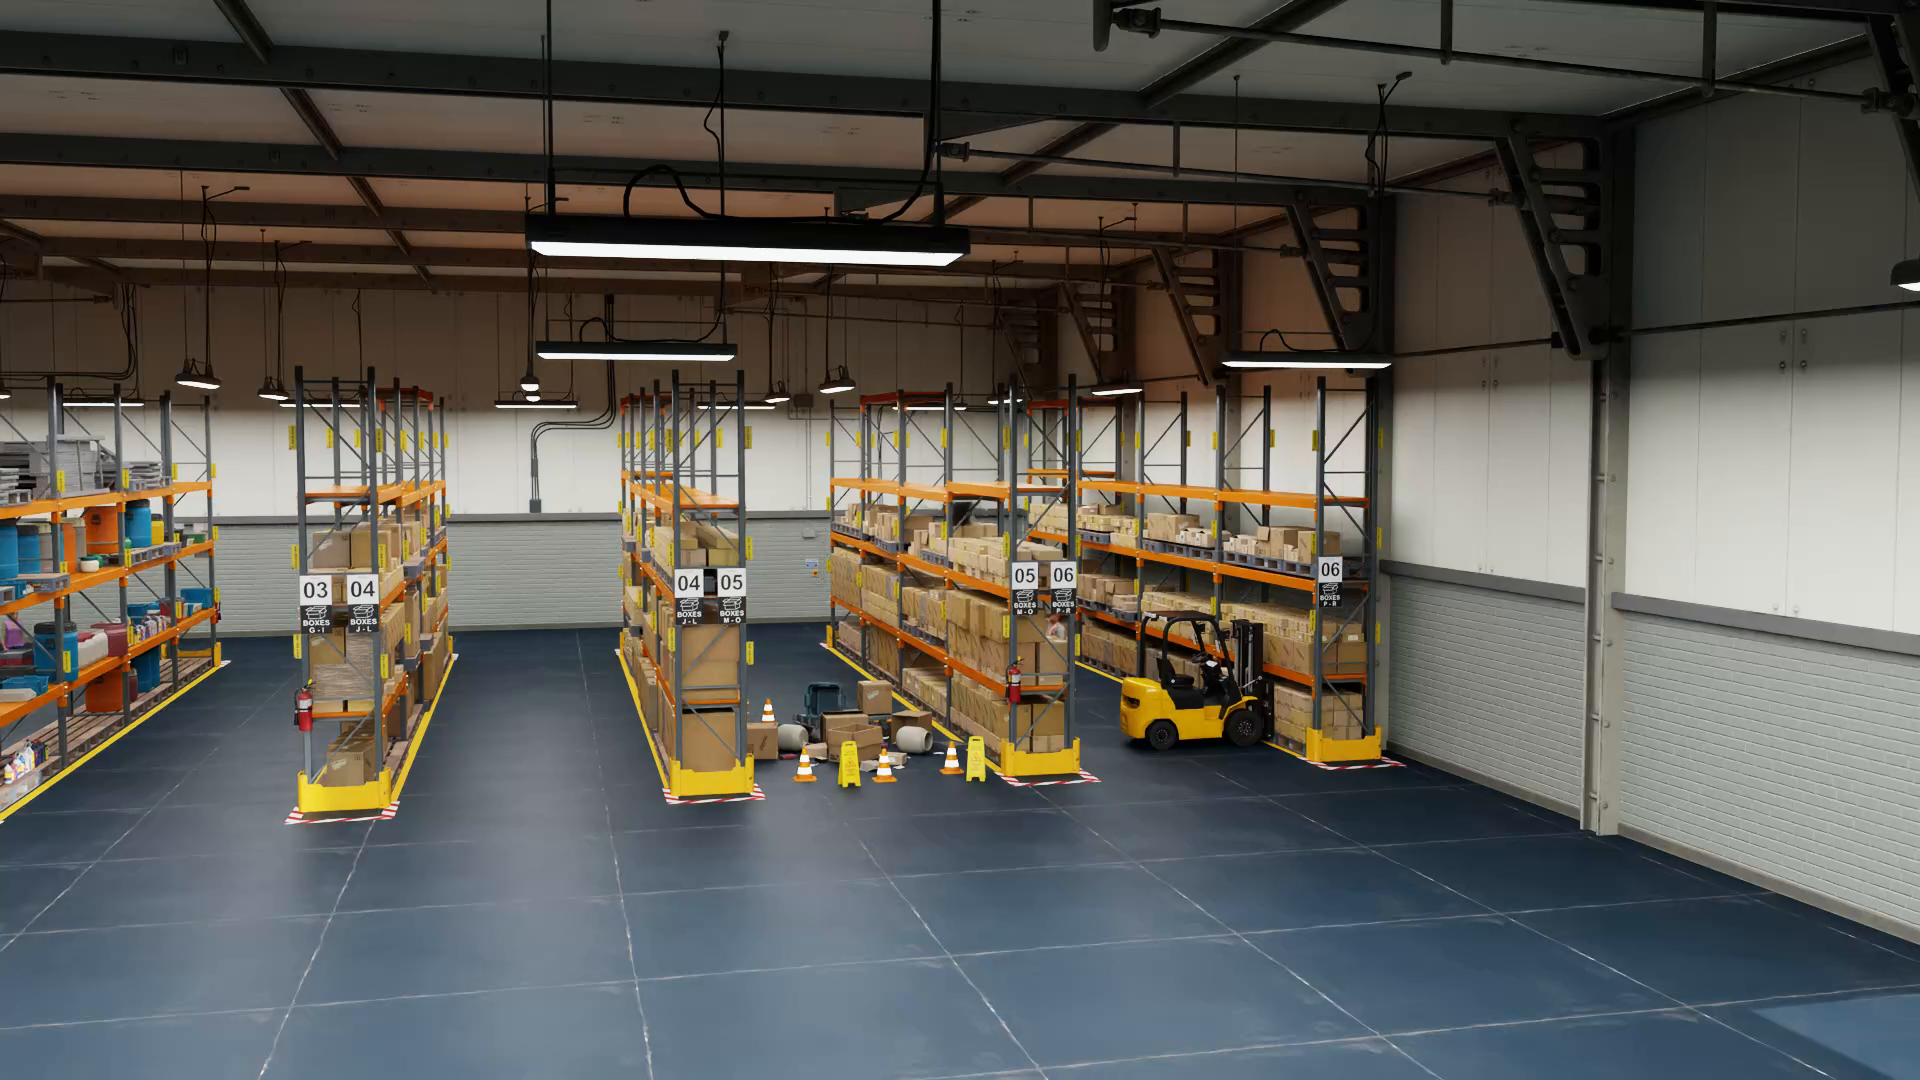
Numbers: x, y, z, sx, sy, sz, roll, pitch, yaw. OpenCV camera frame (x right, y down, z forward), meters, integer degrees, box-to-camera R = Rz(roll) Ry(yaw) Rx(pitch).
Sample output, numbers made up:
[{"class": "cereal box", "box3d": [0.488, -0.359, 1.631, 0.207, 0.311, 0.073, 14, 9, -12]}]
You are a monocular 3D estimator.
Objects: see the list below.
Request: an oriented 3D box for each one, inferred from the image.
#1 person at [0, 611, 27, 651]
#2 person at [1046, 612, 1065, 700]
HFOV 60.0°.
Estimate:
[{"class": "person", "box3d": [-19.267, 2.190, 33.871, 0.459, 1.563, 0.479, -1, 4, -20]}, {"class": "person", "box3d": [1.715, 2.210, 31.977, 0.633, 1.777, 0.609, 0, 3, -4]}]
